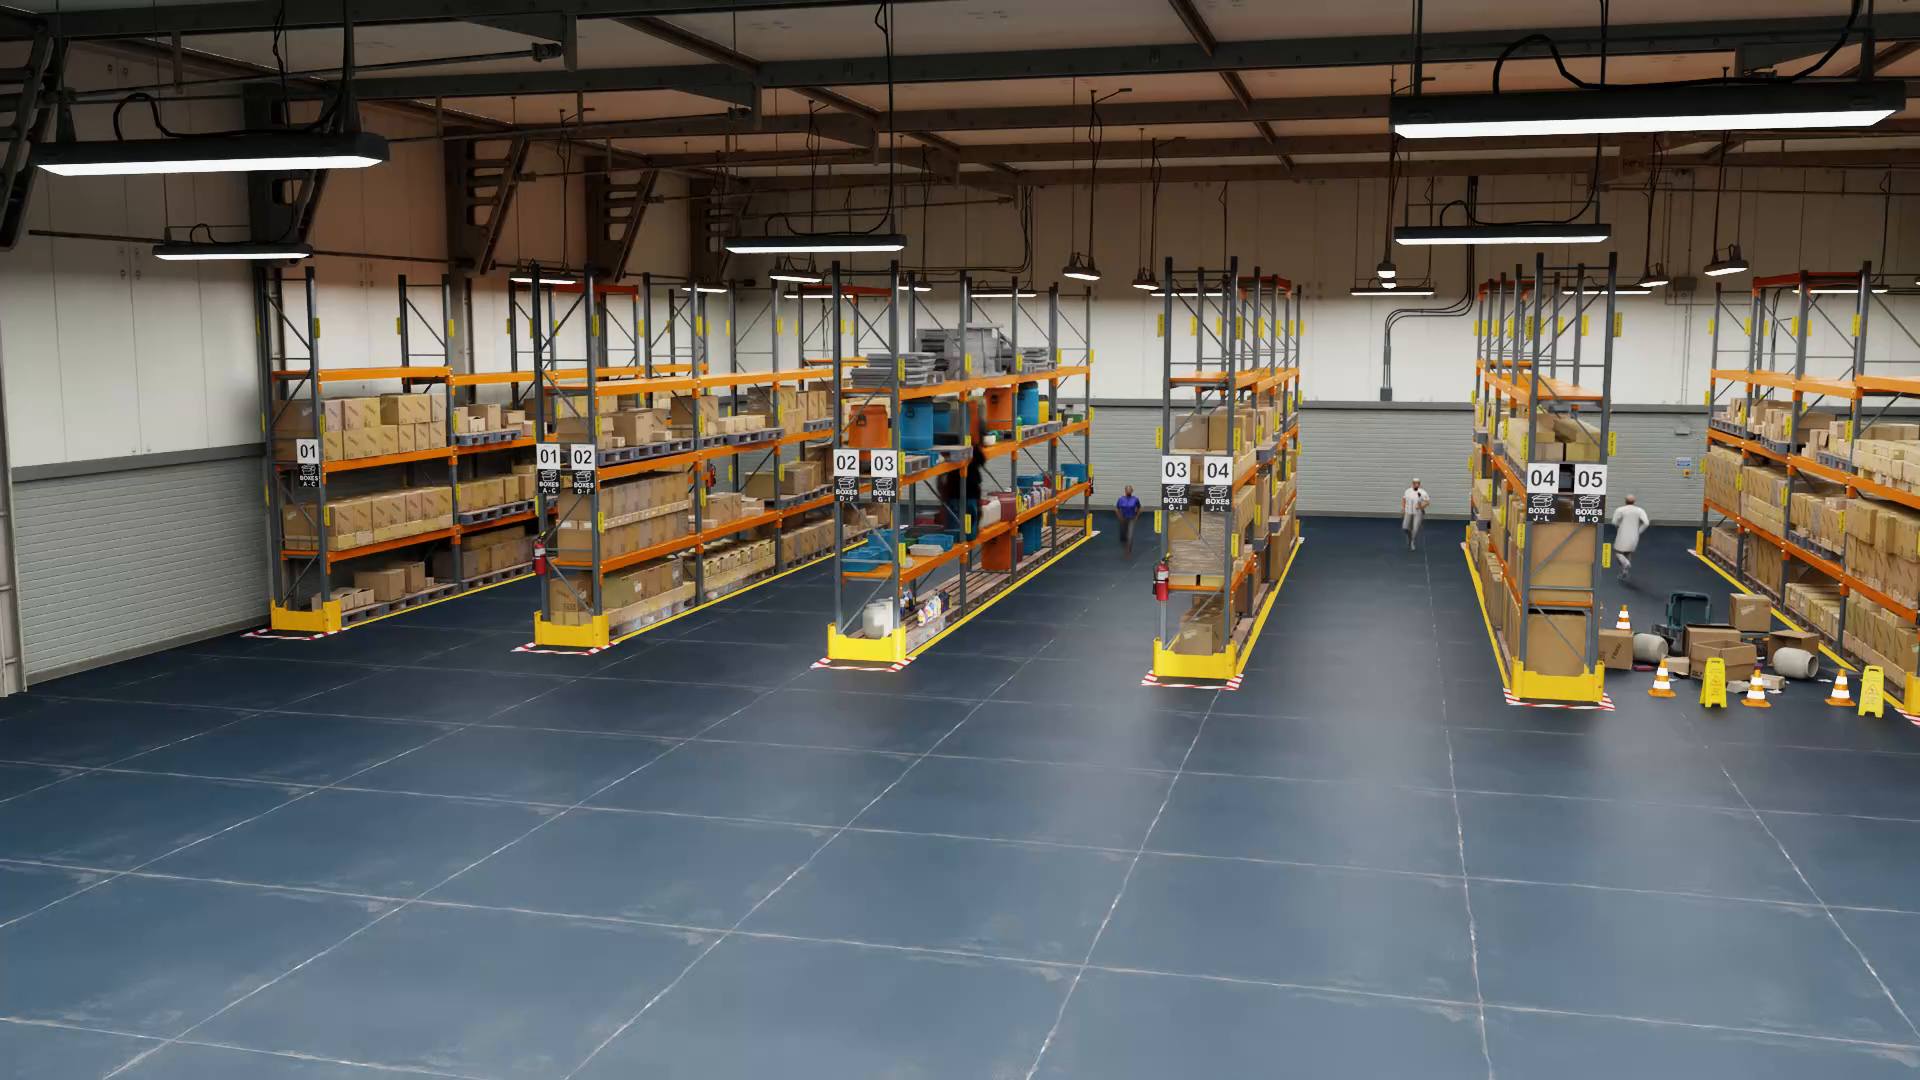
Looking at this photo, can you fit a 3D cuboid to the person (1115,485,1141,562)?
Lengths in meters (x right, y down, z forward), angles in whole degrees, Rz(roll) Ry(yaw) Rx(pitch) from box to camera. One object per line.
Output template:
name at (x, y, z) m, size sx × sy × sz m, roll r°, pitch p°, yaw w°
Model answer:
person at (3.664, -0.377, 36.288) m, size 0.555 × 1.640 × 0.975 m, roll 2°, pitch 7°, yaw 12°

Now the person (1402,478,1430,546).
person at (10.298, -0.627, 37.748) m, size 0.667 × 1.553 × 0.484 m, roll 4°, pitch 8°, yaw 31°

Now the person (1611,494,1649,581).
person at (13.263, -0.042, 32.985) m, size 0.704 × 1.734 × 0.724 m, roll 0°, pitch 7°, yaw 4°
